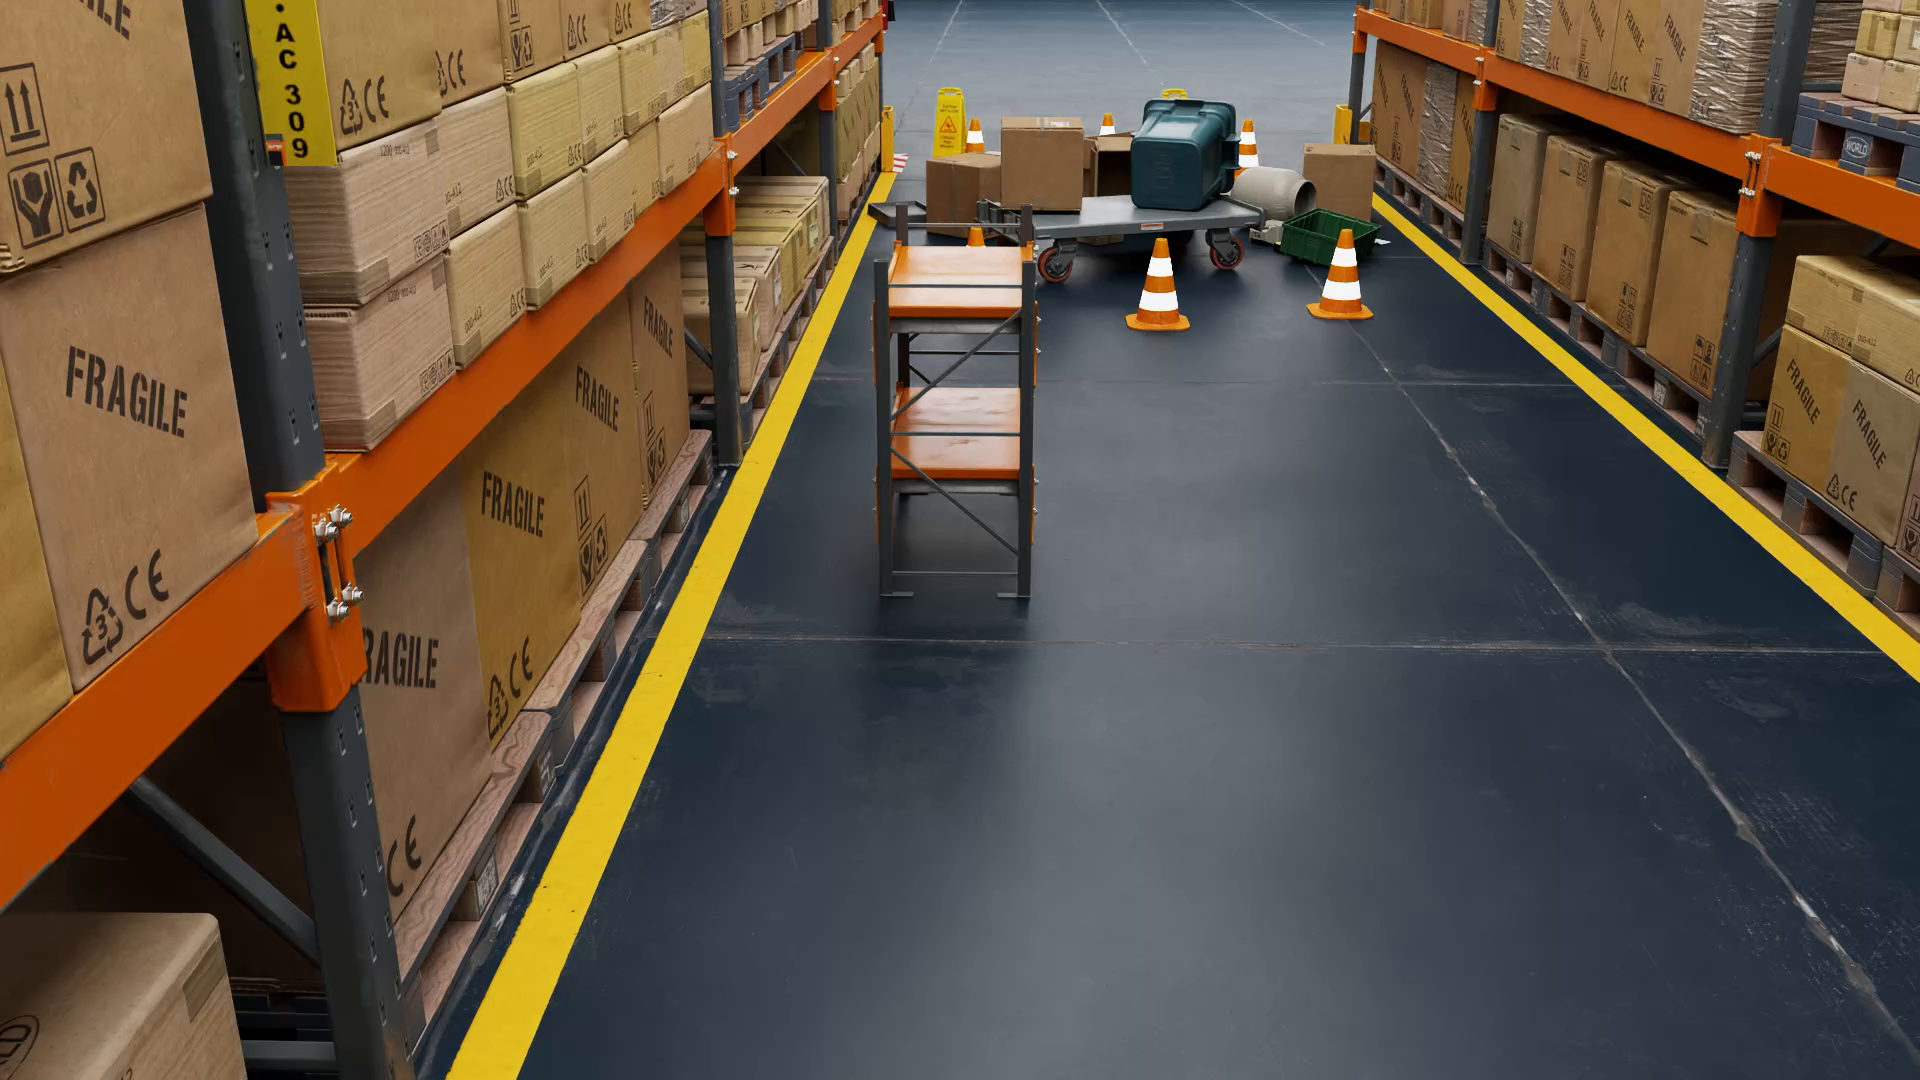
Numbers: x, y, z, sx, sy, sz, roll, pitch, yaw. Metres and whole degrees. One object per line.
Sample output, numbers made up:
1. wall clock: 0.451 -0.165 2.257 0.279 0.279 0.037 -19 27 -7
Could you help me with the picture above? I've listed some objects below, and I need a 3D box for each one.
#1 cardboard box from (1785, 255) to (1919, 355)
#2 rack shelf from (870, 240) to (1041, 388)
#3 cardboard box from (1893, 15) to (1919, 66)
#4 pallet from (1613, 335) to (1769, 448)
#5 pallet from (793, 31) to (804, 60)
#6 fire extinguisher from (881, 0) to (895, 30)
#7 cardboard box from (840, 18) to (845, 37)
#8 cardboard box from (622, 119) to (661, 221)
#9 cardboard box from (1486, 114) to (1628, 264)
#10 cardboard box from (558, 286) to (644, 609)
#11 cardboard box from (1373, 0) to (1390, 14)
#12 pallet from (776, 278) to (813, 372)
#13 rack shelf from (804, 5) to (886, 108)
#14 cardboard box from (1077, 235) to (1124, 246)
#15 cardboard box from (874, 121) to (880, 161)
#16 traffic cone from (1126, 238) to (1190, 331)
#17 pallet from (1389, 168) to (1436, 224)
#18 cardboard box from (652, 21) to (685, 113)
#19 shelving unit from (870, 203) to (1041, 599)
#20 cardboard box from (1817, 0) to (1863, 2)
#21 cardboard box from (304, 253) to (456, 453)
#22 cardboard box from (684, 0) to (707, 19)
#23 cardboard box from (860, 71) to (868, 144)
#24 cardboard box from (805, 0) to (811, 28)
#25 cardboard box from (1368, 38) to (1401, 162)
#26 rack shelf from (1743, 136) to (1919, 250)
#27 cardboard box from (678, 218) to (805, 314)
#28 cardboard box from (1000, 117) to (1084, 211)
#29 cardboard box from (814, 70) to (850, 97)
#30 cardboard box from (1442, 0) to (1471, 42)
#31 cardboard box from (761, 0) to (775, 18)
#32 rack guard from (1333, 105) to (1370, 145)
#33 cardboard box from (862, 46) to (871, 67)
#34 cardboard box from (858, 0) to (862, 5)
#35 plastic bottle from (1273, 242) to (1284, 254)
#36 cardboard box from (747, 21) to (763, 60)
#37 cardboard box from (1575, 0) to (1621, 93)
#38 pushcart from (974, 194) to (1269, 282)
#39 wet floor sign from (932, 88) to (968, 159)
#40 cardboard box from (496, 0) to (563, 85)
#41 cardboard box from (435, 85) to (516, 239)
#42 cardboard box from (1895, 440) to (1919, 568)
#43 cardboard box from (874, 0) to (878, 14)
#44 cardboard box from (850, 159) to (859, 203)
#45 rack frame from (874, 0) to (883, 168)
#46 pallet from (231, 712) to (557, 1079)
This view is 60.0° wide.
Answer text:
1. cardboard box: 3.290 -0.828 5.855 0.500 0.250 0.500 0 21 -1
2. rack shelf: 0.000 -0.795 5.713 0.538 0.278 1.000 1 21 2
3. cardboard box: 3.332 -1.641 5.468 0.380 0.149 0.250 2 21 4
4. pallet: 3.653 -0.679 7.487 1.003 0.211 1.213 1 21 2
5. pallet: -1.444 -2.795 9.350 1.003 0.211 1.213 1 21 2
6. fire extinguisher: -0.690 -4.605 13.859 0.296 0.674 0.183 1 21 2
7. cardboard box: -0.970 -3.430 11.068 0.380 0.149 0.250 1 21 3
8. cardboard box: -1.185 -1.090 4.899 0.500 0.250 0.500 0 21 1
9. cardboard box: 3.746 -2.063 9.727 1.050 0.750 0.750 1 21 1
10. cardboard box: -1.533 -0.347 5.132 0.875 0.875 0.875 1 21 2
11. cardboard box: 3.831 -4.523 13.331 0.875 0.550 0.550 1 21 2
12. pallet: -1.332 -1.135 8.663 1.003 0.211 1.213 1 21 2
13. rack shelf: -1.215 -3.547 12.017 1.077 0.370 4.000 1 21 2
14. cardboard box: 0.894 -2.155 11.216 0.258 0.266 0.396 -16 26 -35
15. cardboard box: -0.910 -3.215 13.389 0.500 0.250 0.500 1 21 1
16. traffic cone: 1.077 -1.397 8.989 0.336 0.463 0.334 1 21 2
17. pallet: 3.811 -2.557 12.328 1.003 0.211 1.213 1 21 2
18. cardboard box: -1.170 -1.512 5.297 0.500 0.250 0.500 0 21 0
19. shelving unit: 0.000 -0.522 5.819 0.538 1.125 1.048 1 21 2
20. cardboard box: 3.577 -2.370 6.469 0.700 0.500 0.500 1 21 1
21. cardboard box: -1.242 -0.353 2.999 0.500 0.250 0.500 0 21 0
22. cardboard box: -1.152 -2.036 5.608 0.500 0.500 0.500 0 21 0
23. cardboard box: -0.953 -3.205 12.326 0.500 0.500 0.500 0 21 0
24. cardboard box: -1.013 -2.860 9.019 0.380 0.149 0.250 0 21 1
25. cardboard box: 3.842 -3.547 13.379 0.875 0.875 0.875 1 21 2
26. rack shelf: 3.493 -0.636 4.516 1.077 0.370 4.000 1 21 2
27. cardboard box: -1.327 -1.429 8.616 0.950 0.372 0.625 1 21 3
28. cardboard box: 0.504 -2.338 10.316 0.500 0.500 0.500 1 21 2
29. cardboard box: -0.924 -2.980 10.849 0.380 0.149 0.250 1 21 2
30. cardboard box: 3.668 -3.544 10.808 0.875 0.550 0.550 1 21 2
31. cardboard box: -1.134 -2.634 7.542 0.500 0.500 0.500 1 21 3
32. rack guard: 3.797 -3.431 14.179 1.175 0.500 0.348 1 21 2
33. cardboard box: -0.873 -3.654 12.587 0.380 0.149 0.250 1 21 3
34. cardboard box: -0.968 -4.046 11.761 0.500 0.500 0.500 1 21 2
35. plastic bottle: 2.175 -1.888 10.809 0.133 0.061 0.283 -11 24 -26
36. cardboard box: -1.076 -2.206 7.335 0.380 0.149 0.250 1 21 2
37. cardboard box: 3.342 -2.454 8.068 0.500 0.500 0.500 1 21 2
38. pushcart: 1.005 -1.929 10.480 1.648 0.377 0.936 -7 22 -17
39. wet floor sign: -0.079 -3.565 14.324 0.267 0.644 0.232 8 23 20
40. cardboard box: -1.213 -1.301 3.714 0.500 0.500 0.500 0 21 0
41. cardboard box: -1.236 -0.774 3.394 0.500 0.250 0.500 1 21 2
42. cardboard box: 3.254 -0.105 5.027 0.500 0.500 0.500 0 21 0
43. cardboard box: -0.848 -4.258 13.203 0.380 0.149 0.250 0 21 1
44. cardboard box: -0.983 -2.476 11.485 0.500 0.250 0.500 2 21 5
45. rack frame: -1.154 -4.605 13.751 1.000 3.000 0.127 1 21 2
46. pallet: -1.571 0.754 3.794 1.003 0.211 1.213 1 21 2
